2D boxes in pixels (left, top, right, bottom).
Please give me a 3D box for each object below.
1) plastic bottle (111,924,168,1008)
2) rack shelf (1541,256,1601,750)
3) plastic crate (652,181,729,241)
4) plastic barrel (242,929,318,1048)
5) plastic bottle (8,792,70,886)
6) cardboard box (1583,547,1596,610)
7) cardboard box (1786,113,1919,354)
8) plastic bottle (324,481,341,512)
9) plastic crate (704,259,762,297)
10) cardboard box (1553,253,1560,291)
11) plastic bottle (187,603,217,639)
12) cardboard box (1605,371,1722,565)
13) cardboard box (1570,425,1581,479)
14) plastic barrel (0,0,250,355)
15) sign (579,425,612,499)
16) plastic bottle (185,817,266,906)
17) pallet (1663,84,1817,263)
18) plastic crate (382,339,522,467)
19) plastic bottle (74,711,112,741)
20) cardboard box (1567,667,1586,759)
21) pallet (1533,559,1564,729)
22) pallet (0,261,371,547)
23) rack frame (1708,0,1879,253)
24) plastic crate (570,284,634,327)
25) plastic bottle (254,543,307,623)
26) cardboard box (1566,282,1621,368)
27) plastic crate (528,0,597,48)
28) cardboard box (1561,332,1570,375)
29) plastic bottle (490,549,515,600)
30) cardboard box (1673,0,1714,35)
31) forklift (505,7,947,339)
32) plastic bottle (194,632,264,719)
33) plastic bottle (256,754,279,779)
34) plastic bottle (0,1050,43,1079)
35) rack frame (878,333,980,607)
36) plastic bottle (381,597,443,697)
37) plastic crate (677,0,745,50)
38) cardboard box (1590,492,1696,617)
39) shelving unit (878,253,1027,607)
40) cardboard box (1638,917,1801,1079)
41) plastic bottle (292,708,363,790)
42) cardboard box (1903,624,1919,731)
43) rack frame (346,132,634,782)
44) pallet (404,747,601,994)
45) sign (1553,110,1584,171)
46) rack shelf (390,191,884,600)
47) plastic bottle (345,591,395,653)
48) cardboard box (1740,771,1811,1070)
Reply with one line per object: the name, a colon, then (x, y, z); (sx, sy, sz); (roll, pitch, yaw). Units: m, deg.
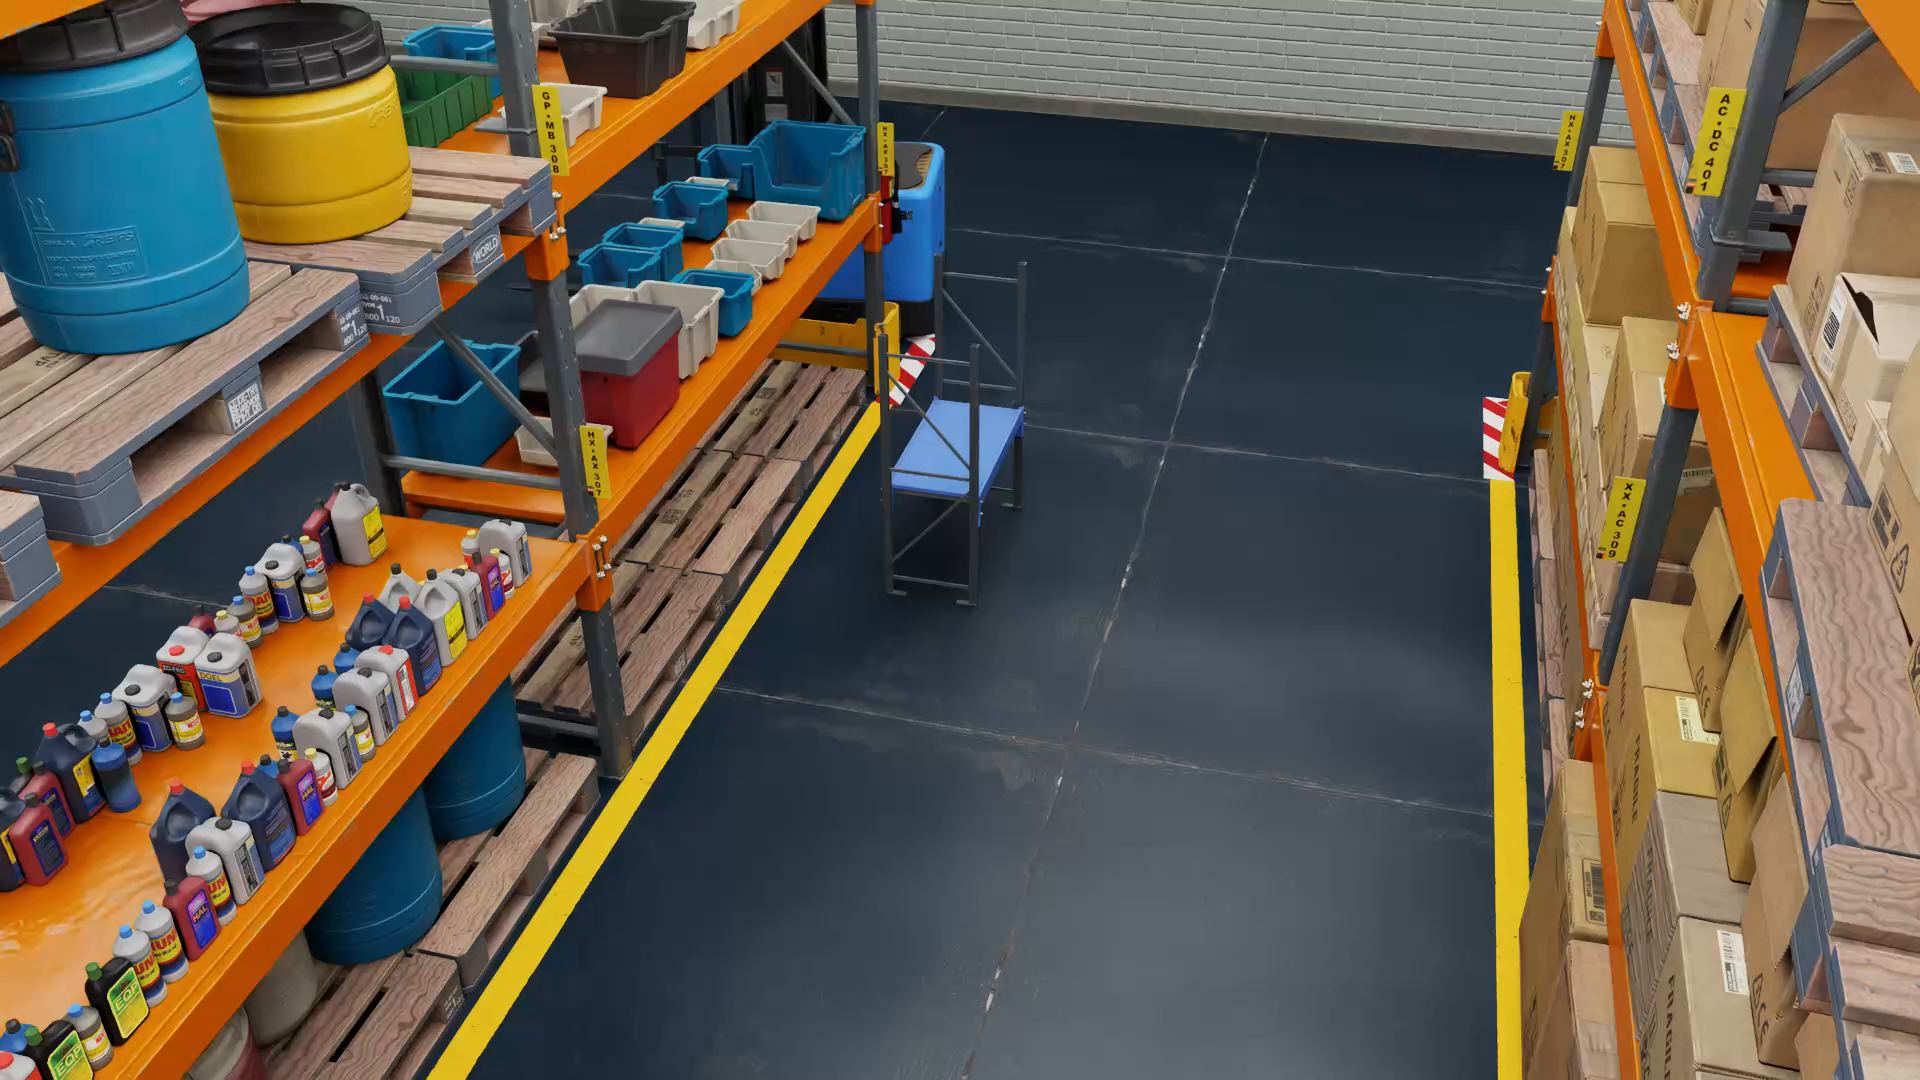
plastic bottle: (-2.323, 1.194, 4.695); (0.097, 0.271, 0.097); (0, 32, 0)
rack shelf: (3.302, -0.330, 7.643); (1.077, 0.370, 4.000); (8, 33, 12)
plastic crate: (-1.529, -1.875, 9.504); (0.416, 0.233, 0.300); (8, 33, 12)
plastic barrel: (-2.560, 1.531, 5.973); (0.421, 0.512, 0.421); (0, 32, 0)
plastic bottle: (-2.845, 0.918, 5.119); (0.061, 0.283, 0.133); (8, 33, 12)
cardboard box: (2.620, 0.174, 6.415); (0.380, 0.149, 0.250); (9, 33, 13)
cardboard box: (2.657, -0.778, 4.398); (0.700, 0.500, 0.500); (9, 33, 14)
plastic bottle: (-2.502, -0.088, 6.702); (0.061, 0.283, 0.133); (8, 33, 12)
plastic crate: (-1.205, -1.359, 8.782); (0.298, 0.136, 0.250); (8, 33, 12)
cardboard box: (3.400, -1.426, 8.931); (0.380, 0.149, 0.250); (8, 33, 13)
plastic bottle: (-2.727, 0.373, 5.977); (0.061, 0.283, 0.133); (8, 33, 12)
cardboard box: (2.652, -0.249, 6.009); (0.500, 0.500, 0.500); (9, 34, 14)
cardboard box: (2.881, -0.359, 7.253); (0.380, 0.149, 0.250); (7, 33, 12)
plastic barrel: (-2.282, -1.018, 4.400); (0.600, 0.901, 0.708); (8, 33, 12)
sign: (-1.465, -0.311, 6.685); (0.100, 0.325, 0.005); (8, 33, 12)
plastic bottle: (-2.237, 0.958, 5.062); (0.152, 0.276, 0.135); (8, 33, 12)
pallet: (3.012, -1.247, 5.702); (1.003, 0.211, 1.213); (8, 33, 12)
plastic crate: (-2.208, -0.577, 7.321); (0.392, 0.384, 0.575); (8, 33, 12)
plastic bottle: (-2.857, 0.681, 5.503); (0.097, 0.271, 0.097); (0, 32, 0)
cardboard box: (3.039, 0.793, 6.796); (0.875, 0.875, 0.875); (8, 33, 12)
pallet: (3.371, 0.562, 8.169); (1.003, 0.211, 1.213); (8, 33, 12)
pallet: (-2.386, -0.447, 4.537); (1.003, 0.211, 1.213); (8, 33, 12)
rack frame: (2.794, -2.127, 4.208); (1.000, 3.000, 0.127); (8, 33, 12)
plastic crate: (-1.845, -1.128, 8.419); (0.293, 0.136, 0.466); (8, 33, 12)
plastic bottle: (-2.575, 0.161, 6.317); (0.152, 0.276, 0.135); (8, 33, 12)
cardboard box: (3.170, -0.990, 7.874); (0.500, 0.250, 0.500); (7, 33, 11)
plastic crate: (-1.842, -2.453, 7.627); (0.437, 0.282, 0.530); (8, 33, 12)
cardboard box: (3.141, -0.892, 8.092); (0.380, 0.149, 0.250); (7, 33, 11)
plastic bottle: (-1.787, 0.127, 6.440); (0.097, 0.201, 0.097); (0, 32, 0)
cardboard box: (3.386, -2.371, 6.810); (0.700, 0.500, 0.500); (6, 33, 9)
forklift: (-1.642, -2.922, 11.114); (3.031, 2.935, 1.130); (3, 33, 4)
plastic bottle: (-2.570, 0.472, 5.827); (0.152, 0.276, 0.135); (8, 33, 12)
plastic bottle: (-2.193, 0.800, 5.316); (0.097, 0.271, 0.097); (0, 32, 0)
plastic bottle: (-2.472, 1.438, 4.308); (0.152, 0.276, 0.135); (8, 33, 12)
rack frame: (-0.151, -0.325, 8.363); (0.500, 1.500, 0.032); (8, 33, 12)
plastic bottle: (-1.960, 0.369, 5.920); (0.144, 0.351, 0.185); (8, 33, 12)
plastic crate: (-1.266, -2.394, 7.669); (0.437, 0.136, 0.530); (8, 33, 12)
cardboard box: (2.653, 0.078, 6.195); (0.500, 0.250, 0.500); (7, 33, 11)
shelving unit: (-0.022, -0.589, 8.778); (0.538, 1.500, 1.048); (8, 33, 12)
cardboard box: (2.056, 1.357, 4.227); (0.500, 0.500, 0.500); (9, 33, 13)
plastic bottle: (-2.097, 0.673, 5.512); (0.152, 0.276, 0.135); (8, 33, 12)
cardboard box: (1.998, 0.209, 2.845); (0.500, 0.500, 0.500); (10, 34, 15)
rack frame: (-1.996, -0.270, 6.878); (1.000, 3.000, 0.127); (8, 33, 12)
pallet: (-2.232, 1.302, 7.005); (1.003, 0.211, 1.213); (8, 33, 12)
sign: (3.274, -2.148, 8.953); (0.100, 0.325, 0.005); (8, 33, 12)
rack shelf: (-1.489, -1.004, 8.704); (1.077, 0.370, 4.000); (8, 33, 12)
plastic bottle: (-2.099, 0.349, 5.951); (0.144, 0.351, 0.185); (8, 33, 12)
cardboard box: (2.312, 0.951, 3.930); (0.797, 0.503, 0.637); (9, 34, 14)
